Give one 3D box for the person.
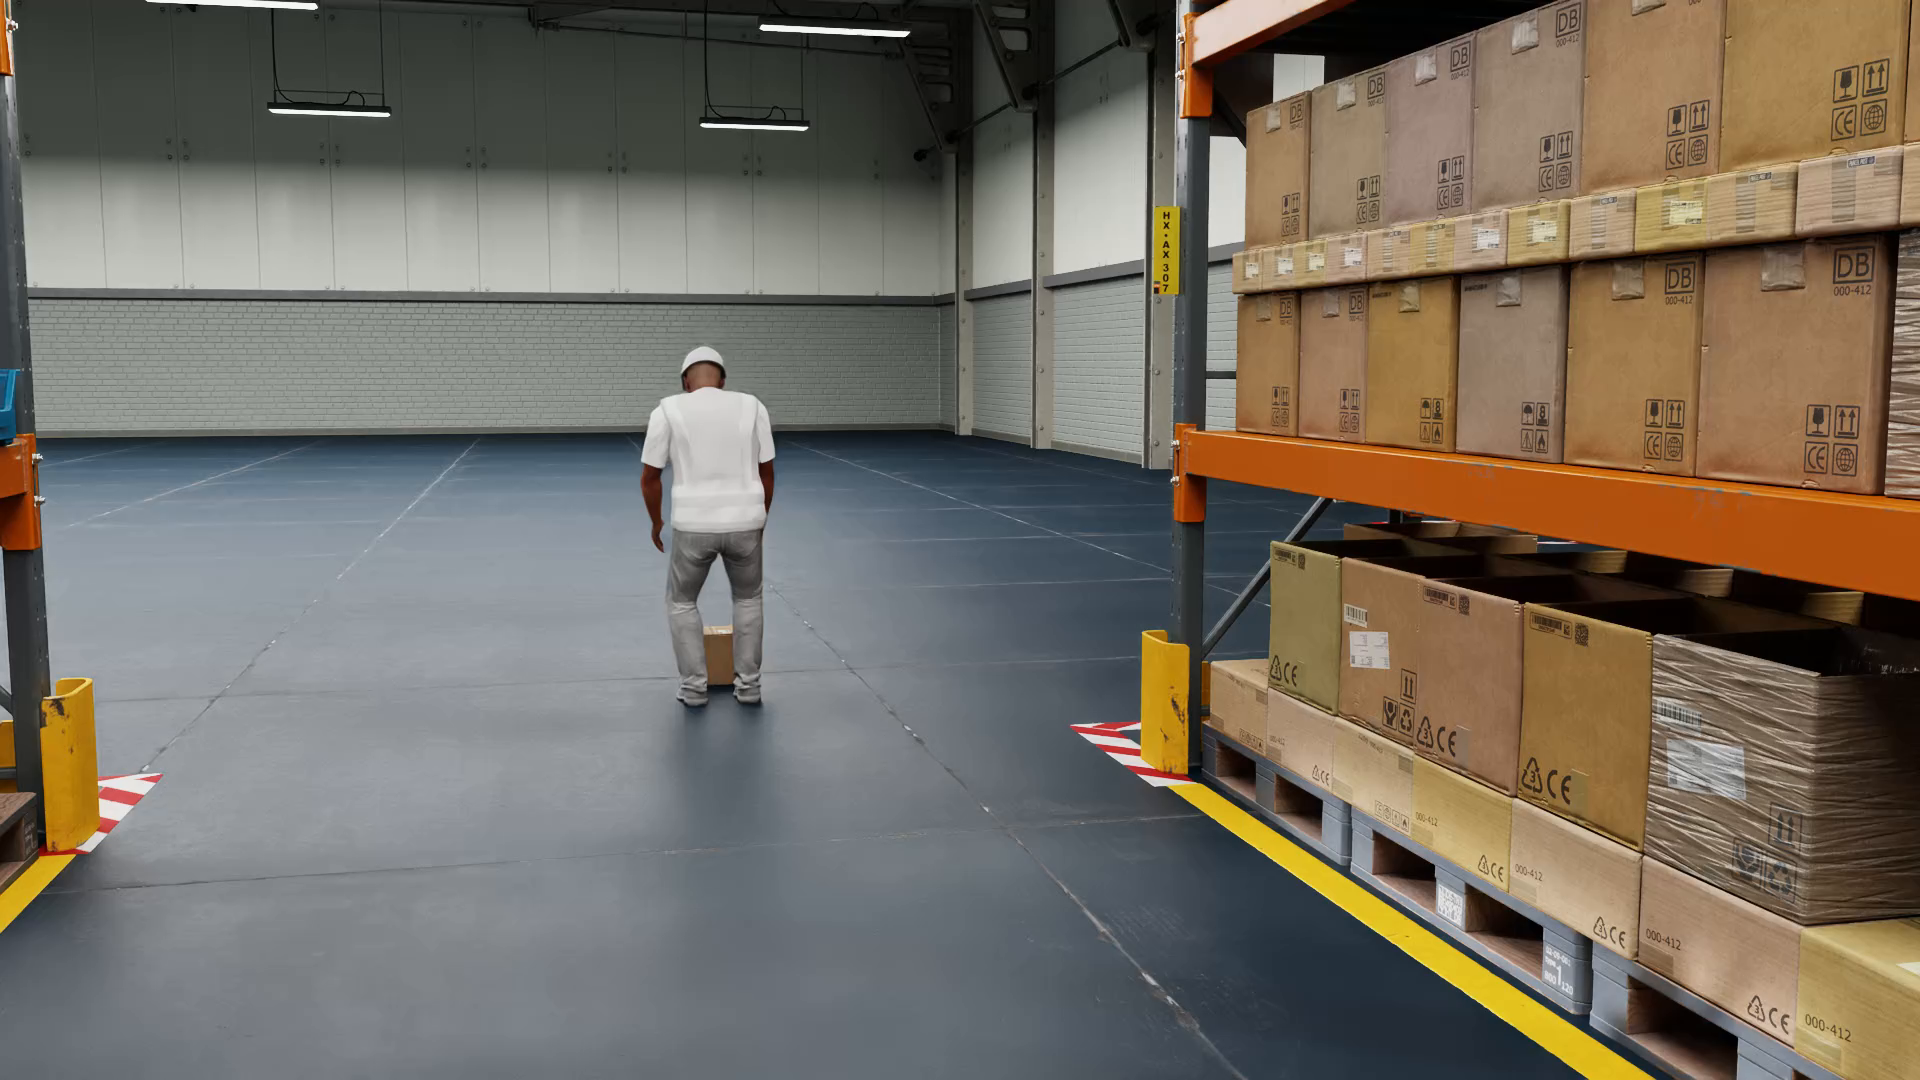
[{"bbox_3d":[-1.153,-0.071,7.650,0.613,1.633,0.576,-1,6,-13],"label":"person"}]
